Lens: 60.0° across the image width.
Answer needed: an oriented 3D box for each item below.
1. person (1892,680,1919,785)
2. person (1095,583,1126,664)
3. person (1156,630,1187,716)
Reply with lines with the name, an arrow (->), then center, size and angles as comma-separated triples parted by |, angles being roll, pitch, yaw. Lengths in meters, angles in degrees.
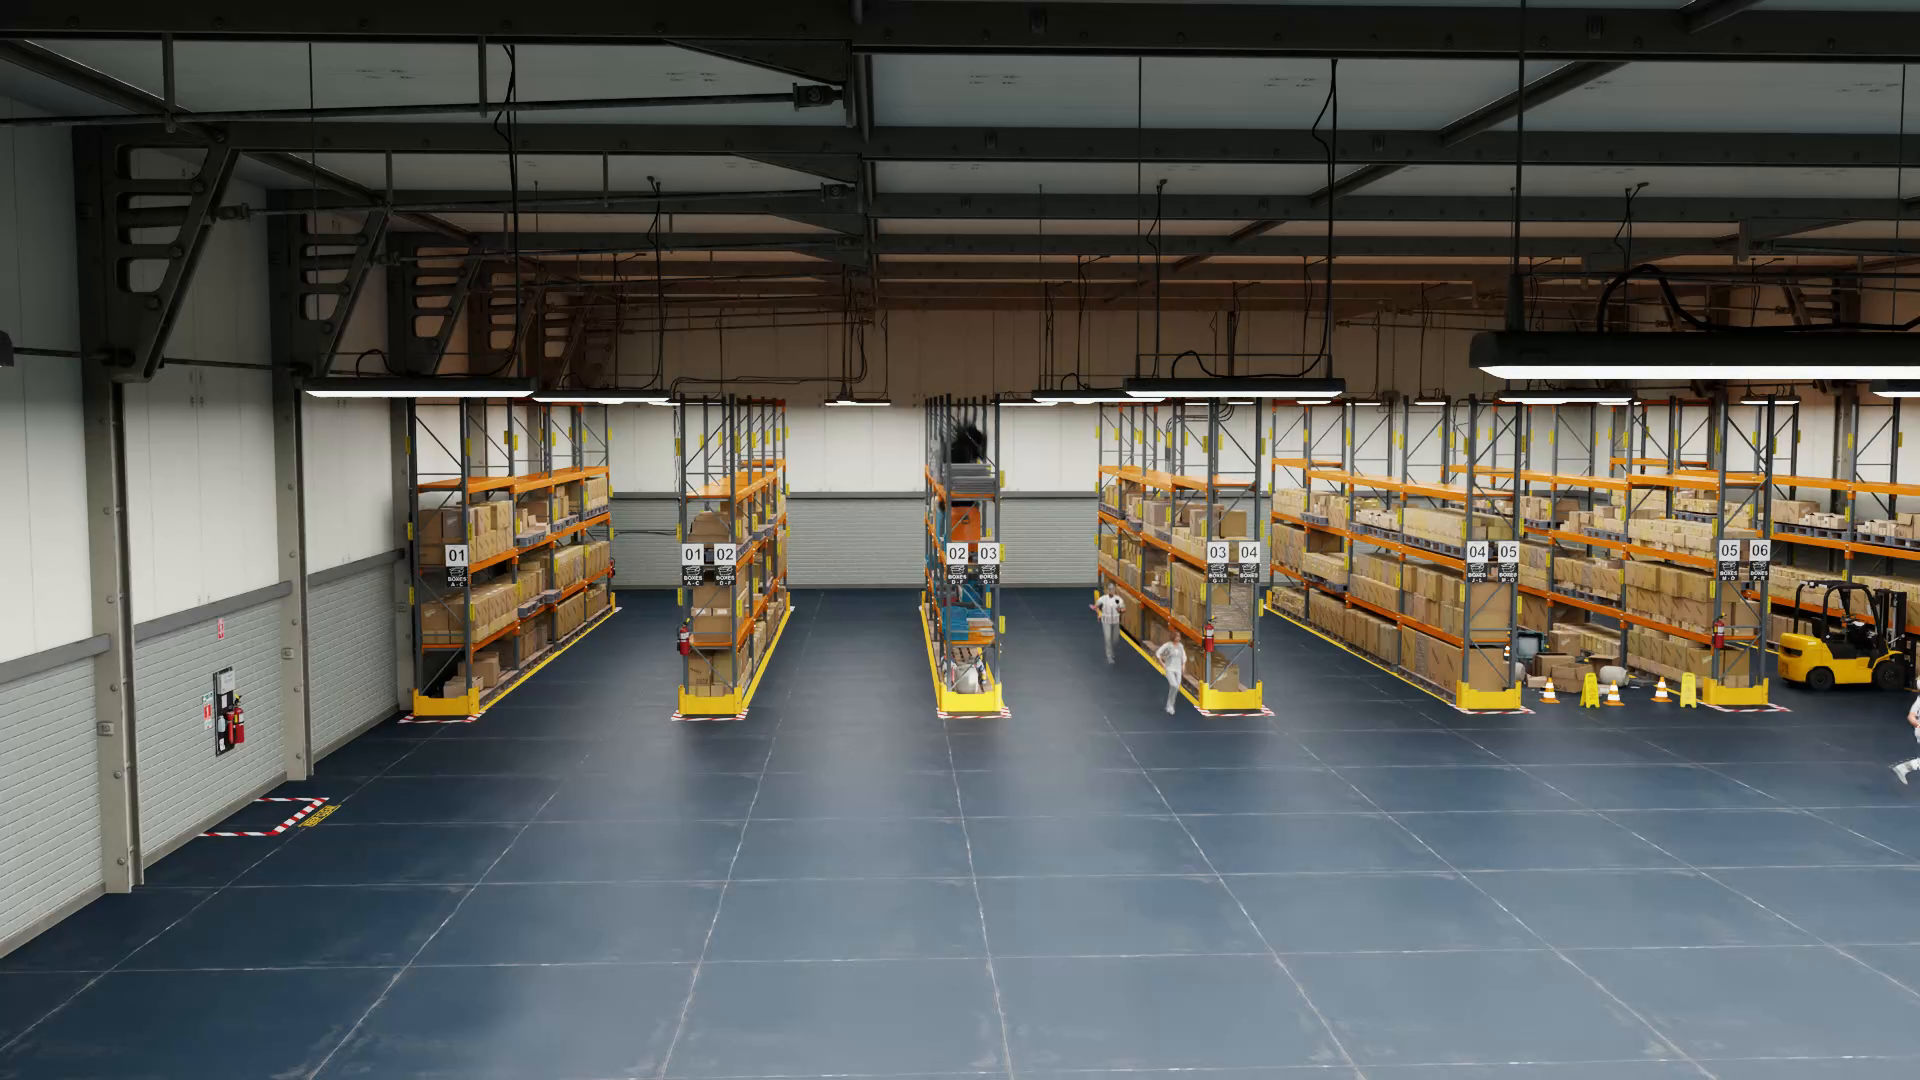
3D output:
person -> 14.259, 2.906, 24.578 | 0.837, 1.757, 0.667 | 4, 6, 40
person -> 3.409, 1.850, 37.524 | 0.662, 1.768, 0.989 | -1, 5, -7
person -> 3.990, 2.475, 31.110 | 0.549, 1.580, 0.613 | -2, 5, -20
